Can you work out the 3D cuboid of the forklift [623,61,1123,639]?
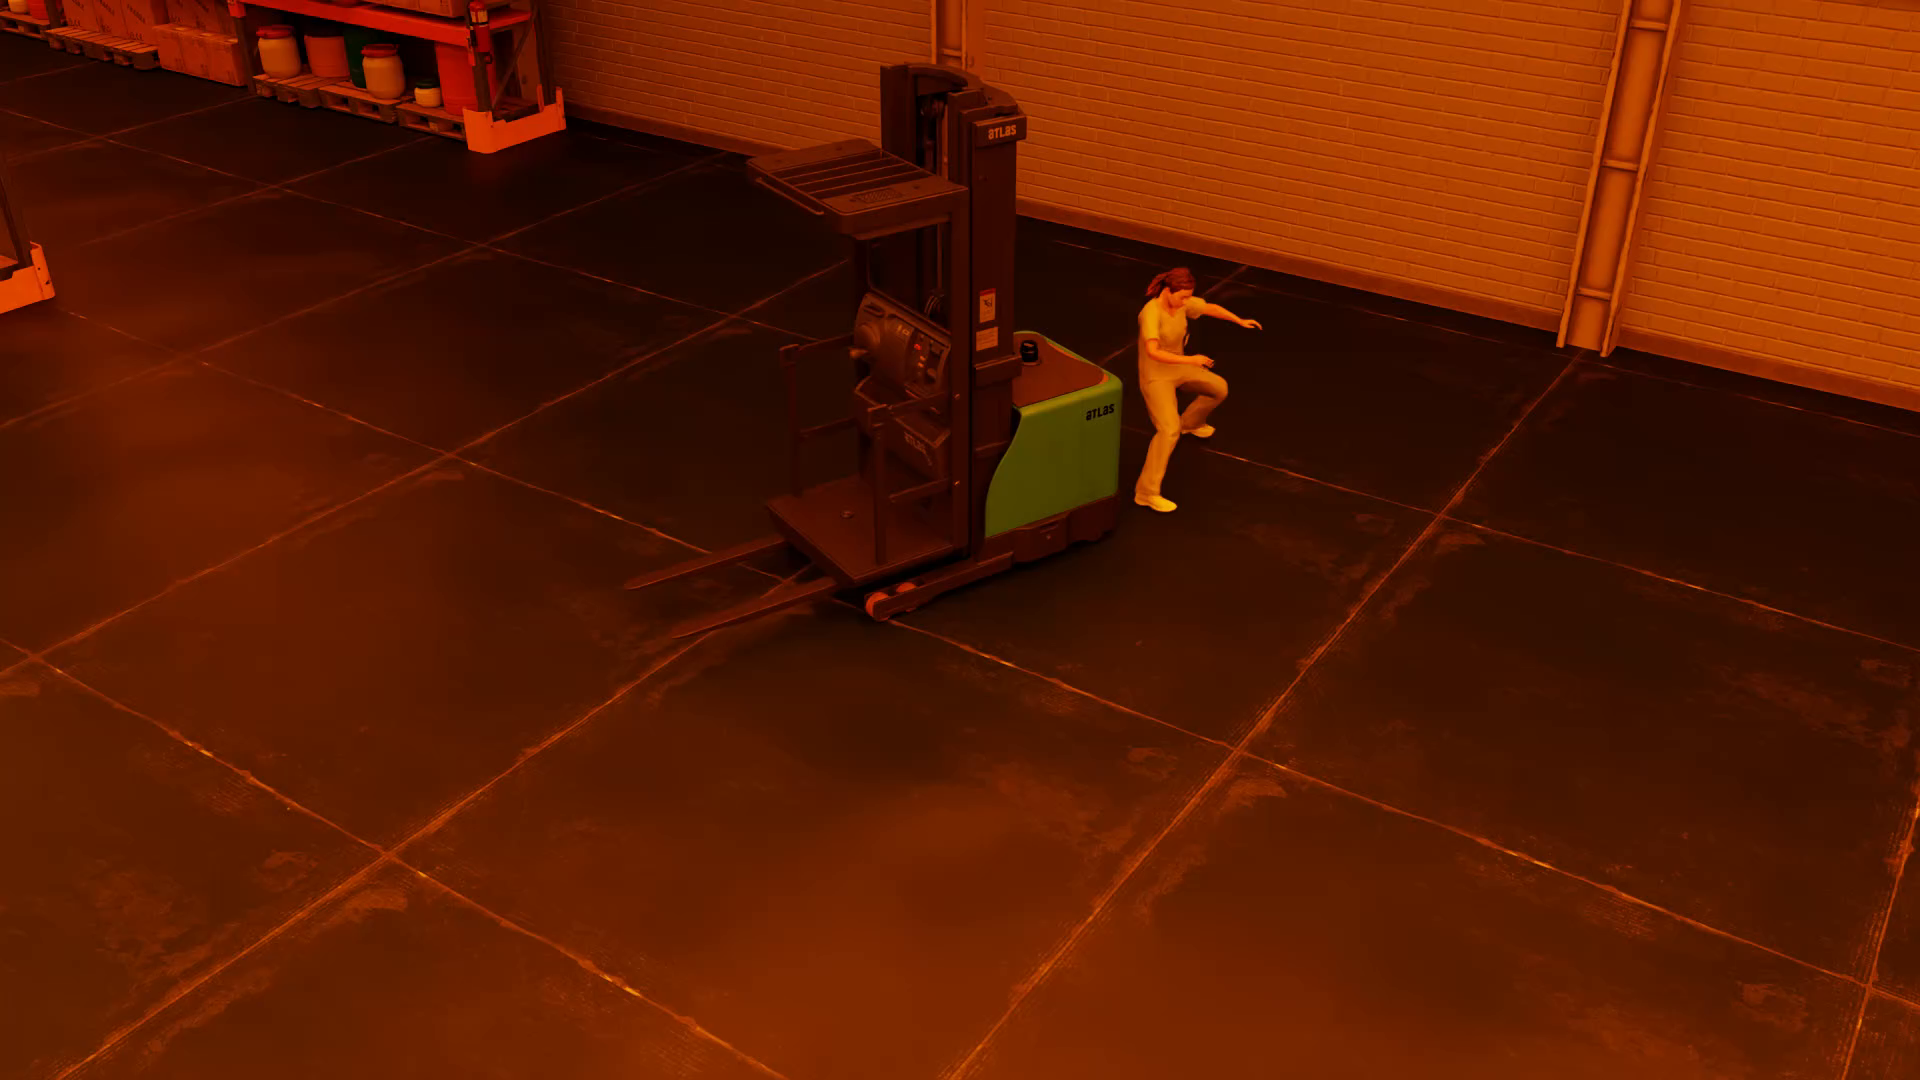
[{"bbox_3d":[-0.507,-1.097,9.471,3.031,2.935,1.130,-19,35,-29],"label":"forklift"}]

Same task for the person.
[{"bbox_3d":[1.493,-1.097,10.939,0.651,1.451,1.172,24,38,35],"label":"person"}]
